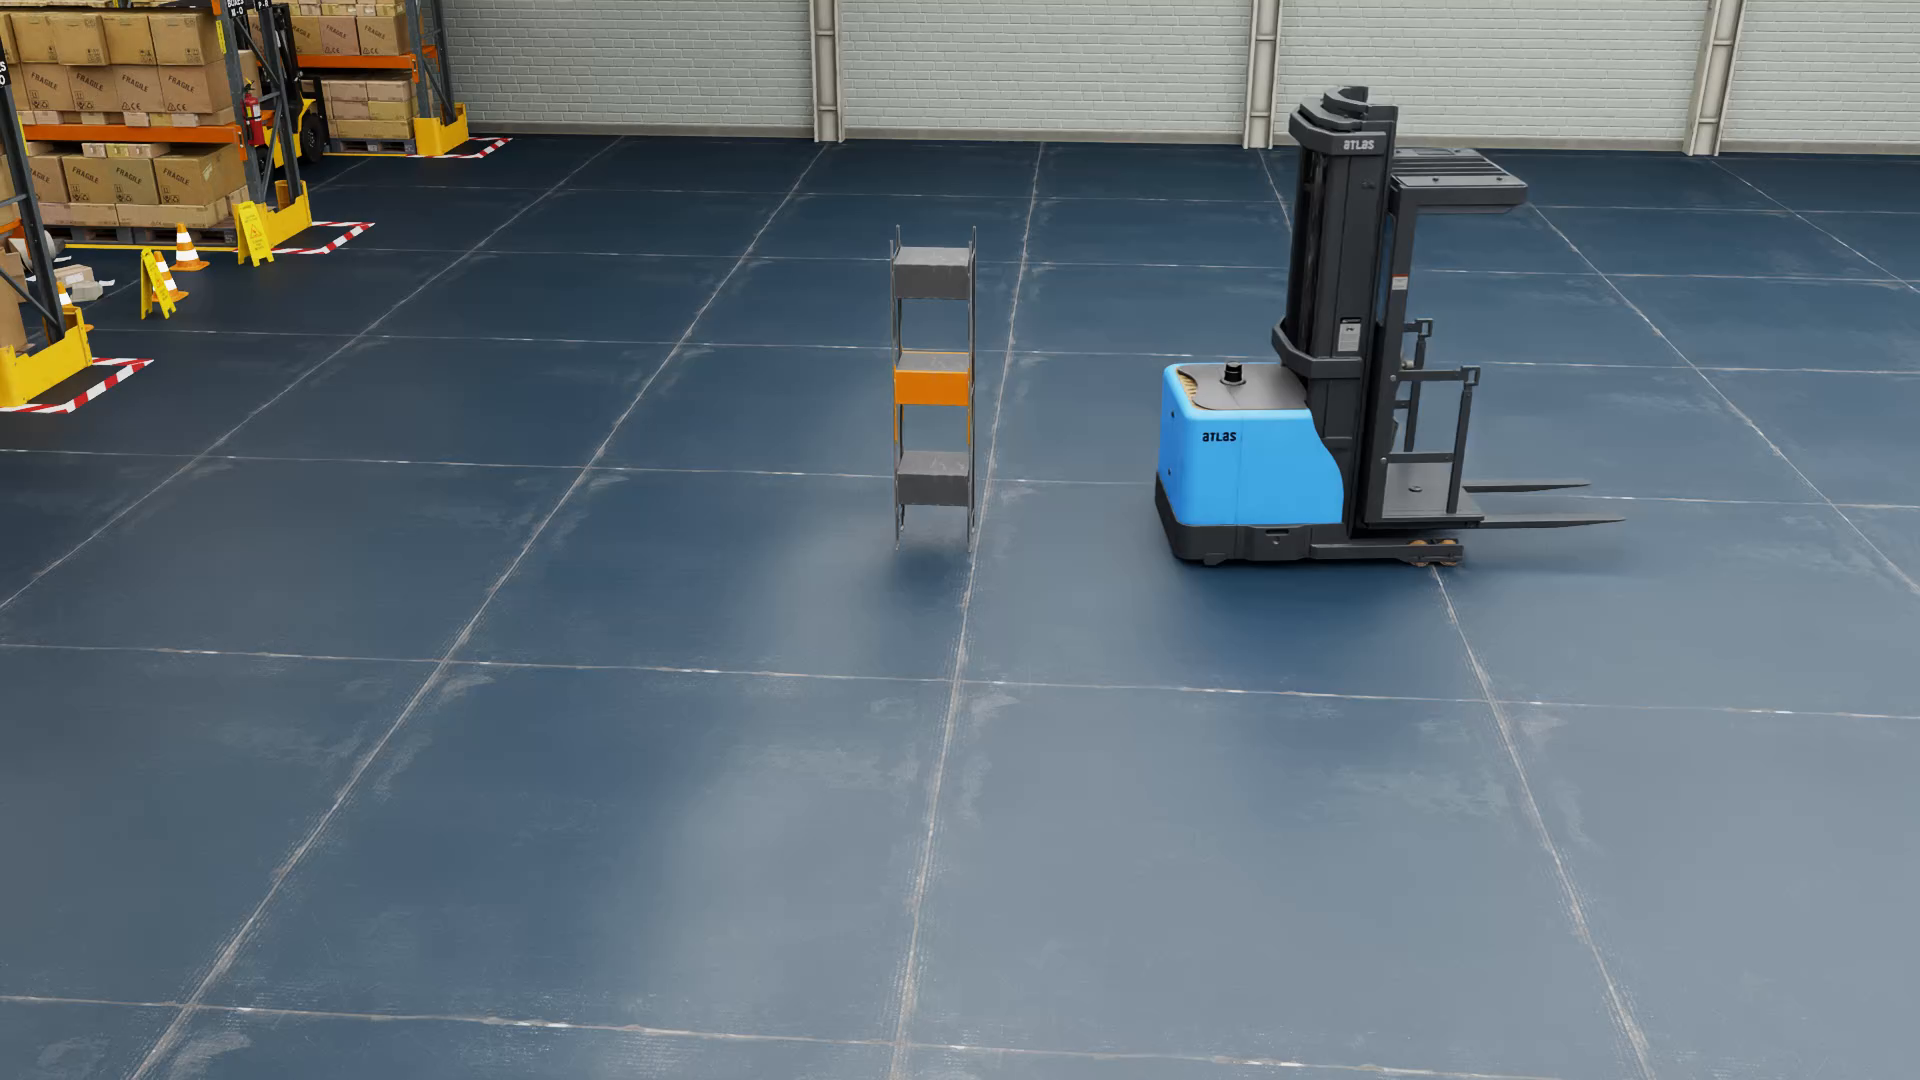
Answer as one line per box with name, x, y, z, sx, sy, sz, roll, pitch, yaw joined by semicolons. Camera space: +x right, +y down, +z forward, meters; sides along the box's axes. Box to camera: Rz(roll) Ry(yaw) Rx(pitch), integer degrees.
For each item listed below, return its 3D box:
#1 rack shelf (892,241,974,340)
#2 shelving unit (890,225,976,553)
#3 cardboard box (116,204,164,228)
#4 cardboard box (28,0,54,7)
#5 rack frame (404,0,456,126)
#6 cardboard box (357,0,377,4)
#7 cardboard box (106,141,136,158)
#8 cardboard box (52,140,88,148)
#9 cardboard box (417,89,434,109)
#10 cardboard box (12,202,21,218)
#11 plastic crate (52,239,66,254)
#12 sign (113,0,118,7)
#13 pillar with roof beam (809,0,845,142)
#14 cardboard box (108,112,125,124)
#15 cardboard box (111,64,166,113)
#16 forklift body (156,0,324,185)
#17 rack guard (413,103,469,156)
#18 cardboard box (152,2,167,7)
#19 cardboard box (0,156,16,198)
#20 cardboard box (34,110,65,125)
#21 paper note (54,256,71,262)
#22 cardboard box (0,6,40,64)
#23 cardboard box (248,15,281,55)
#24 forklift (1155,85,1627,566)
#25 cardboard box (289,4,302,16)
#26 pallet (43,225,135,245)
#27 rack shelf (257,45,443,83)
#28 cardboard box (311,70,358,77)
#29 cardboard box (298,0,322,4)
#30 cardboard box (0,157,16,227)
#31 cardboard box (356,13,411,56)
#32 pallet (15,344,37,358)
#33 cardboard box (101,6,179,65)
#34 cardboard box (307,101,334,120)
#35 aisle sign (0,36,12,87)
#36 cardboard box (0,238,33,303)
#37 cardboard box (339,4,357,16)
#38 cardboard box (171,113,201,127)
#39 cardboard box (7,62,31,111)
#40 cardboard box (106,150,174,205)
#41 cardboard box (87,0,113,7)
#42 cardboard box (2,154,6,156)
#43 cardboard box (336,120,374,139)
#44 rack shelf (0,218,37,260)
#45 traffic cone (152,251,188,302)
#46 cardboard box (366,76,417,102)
rack shelf;-0.165;-1.583;10.536;0.480;0.518;0.431;2;25;4
shelving unit;-0.165;-0.959;10.823;0.503;2.100;0.431;2;25;4
cardboard box;-8.922;-3.637;18.353;0.500;0.250;0.500;2;25;4
cardboard box;-12.321;-7.201;22.415;0.250;0.149;0.380;1;25;2
rack frame;-7.204;-6.831;22.507;0.127;3.000;1.000;2;25;4
cardboard box;-7.825;-7.225;22.111;0.250;0.149;0.380;2;25;4
cardboard box;-9.020;-4.249;18.009;0.250;0.149;0.380;2;25;5
cardboard box;-9.942;-4.234;18.752;0.500;0.500;0.500;3;25;7
cardboard box;-7.657;-6.101;23.110;0.500;0.250;0.500;2;25;5
cardboard box;-10.468;-3.688;18.463;0.500;0.250;0.500;3;25;7
plastic crate;-10.066;-3.172;18.047;0.583;0.080;0.402;-7;26;-14
sign;-11.224;-7.222;22.067;0.005;0.325;0.100;2;25;4
pillar with roof beam;-2.176;-7.968;17.801;0.400;9.000;9.100;2;25;4
cardboard box;-8.988;-4.612;17.985;0.250;0.149;0.380;2;25;5
cardboard box;-8.641;-4.863;17.754;0.500;0.500;0.500;2;25;4
forklift body;-9.234;-5.746;21.163;1.214;2.155;2.313;2;25;4
rack guard;-7.180;-5.694;23.027;0.348;0.500;1.175;2;25;4
cardboard box;-10.636;-7.171;22.351;0.250;0.149;0.380;2;25;5
cardboard box;-10.466;-4.029;18.306;0.500;0.500;0.500;3;25;6
cardboard box;-9.751;-4.591;17.939;0.250;0.149;0.380;2;25;4
paper note;-9.572;-3.001;17.736;0.148;0.019;0.142;-7;26;-14
cardboard box;-10.140;-5.367;17.655;0.500;0.500;0.700;1;25;3
cardboard box;-9.244;-6.831;22.387;0.500;0.500;0.500;2;25;4
forklift;2.895;-1.381;10.744;3.031;2.935;1.130;-1;25;-2
cardboard box;-8.852;-7.096;22.187;0.250;0.149;0.380;2;25;4
pallet;-9.676;-3.578;18.774;1.213;0.211;1.003;2;25;4
rack shelf;-9.198;-6.568;22.796;4.000;0.370;1.077;2;25;4
cardboard box;-8.665;-6.356;23.065;0.500;0.250;0.500;2;25;4
cardboard box;-8.599;-7.223;22.107;0.250;0.149;0.380;2;25;5
cardboard box;-8.232;-2.757;13.473;0.550;0.550;0.875;2;25;4
cardboard box;-7.715;-6.782;22.282;0.500;0.500;0.500;1;25;3
pallet;-8.661;-1.422;14.087;1.213;0.211;1.003;2;25;4
cardboard box;-8.610;-5.341;17.598;0.500;0.500;0.700;2;25;4
cardboard box;-8.729;-5.913;22.701;0.500;0.250;0.500;1;25;3
aisle sign;-7.765;-3.999;13.243;0.004;0.787;0.394;2;25;4
cardboard box;-9.525;-2.629;16.361;0.637;0.503;0.797;-17;30;-32
cardboard box;-8.082;-7.095;22.185;0.250;0.149;0.380;2;25;5
cardboard box;-8.230;-4.532;17.812;0.250;0.149;0.380;2;25;3
cardboard box;-10.149;-4.912;17.862;0.500;0.500;0.500;2;25;4
cardboard box;-8.919;-3.976;18.193;0.500;0.500;0.500;3;25;6
cardboard box;-11.550;-7.217;22.451;0.250;0.149;0.380;3;25;6
cardboard box;-10.368;-4.291;18.100;0.250;0.149;0.380;3;25;6
cardboard box;-8.192;-5.676;22.783;0.500;0.250;0.500;2;25;4
rack shelf;-9.852;-2.433;13.809;4.000;0.370;1.077;2;25;4
traffic cone;-7.854;-2.612;16.373;0.334;0.463;0.336;2;25;4
cardboard box;-7.687;-6.111;22.534;0.500;0.250;0.500;3;25;6
